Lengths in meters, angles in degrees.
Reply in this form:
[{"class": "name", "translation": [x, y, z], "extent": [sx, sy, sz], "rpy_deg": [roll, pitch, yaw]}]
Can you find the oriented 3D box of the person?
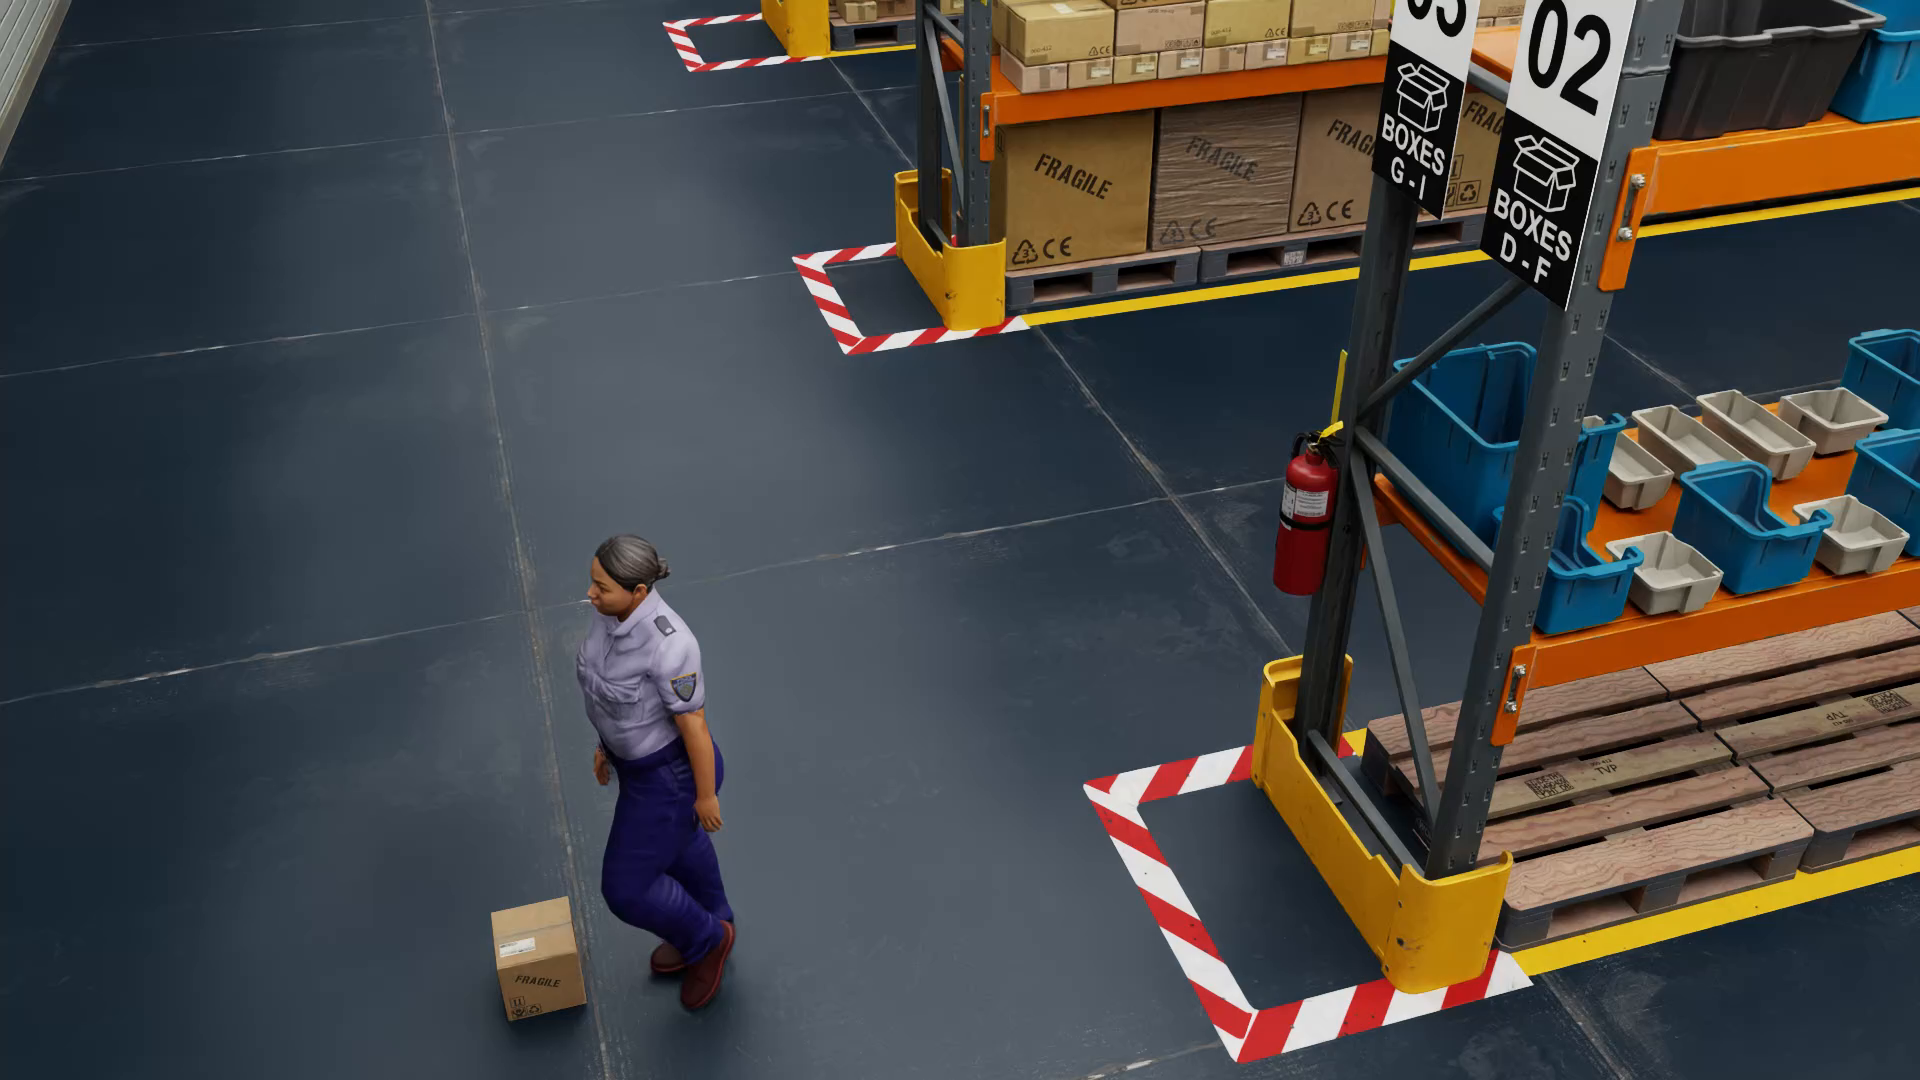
[{"class": "person", "translation": [-0.966, 0.707, 5.088], "extent": [0.460, 1.652, 0.551], "rpy_deg": [-18, 38, -25]}]
